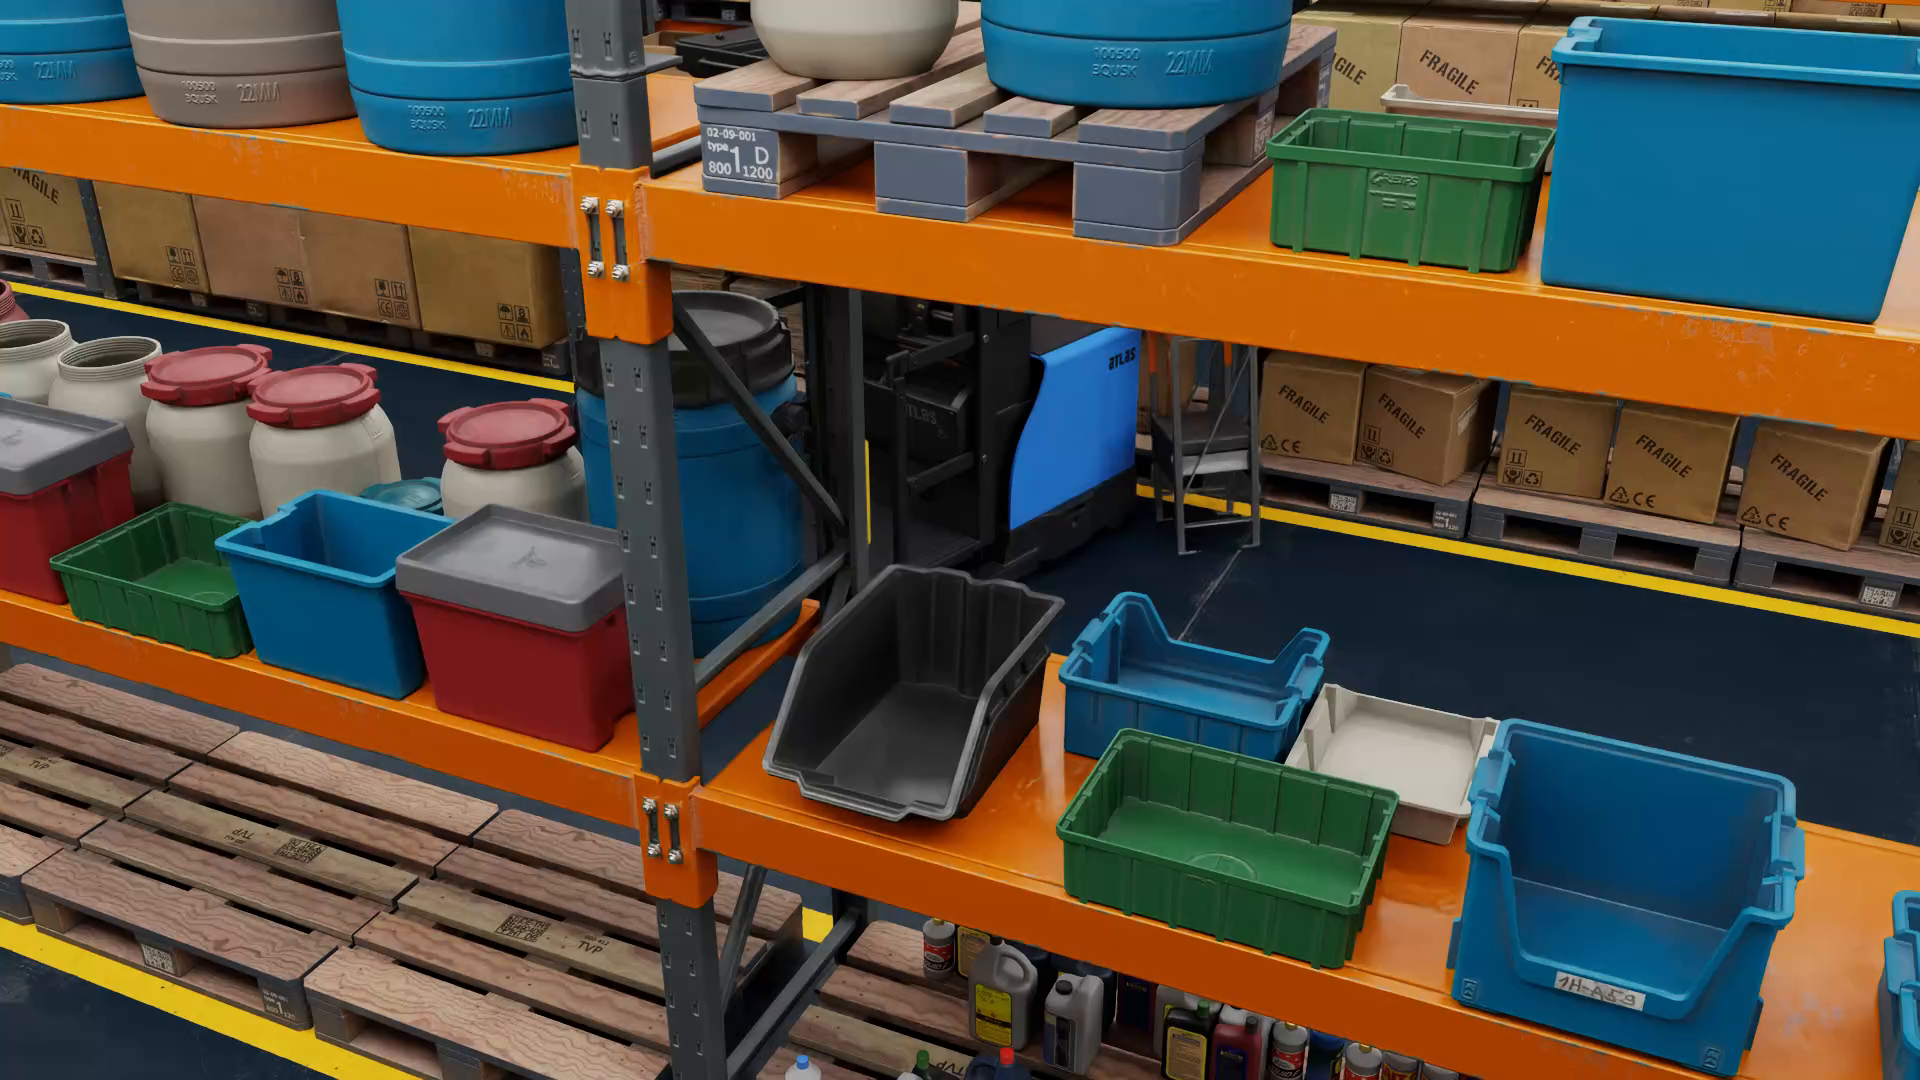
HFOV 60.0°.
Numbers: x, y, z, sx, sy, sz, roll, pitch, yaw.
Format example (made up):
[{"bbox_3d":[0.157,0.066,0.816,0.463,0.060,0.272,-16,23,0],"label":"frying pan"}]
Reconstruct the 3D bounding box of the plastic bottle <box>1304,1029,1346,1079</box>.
[{"bbox_3d":[1.009,1.407,4.588,0.097,0.271,0.097,0,26,0],"label":"plastic bottle"}]

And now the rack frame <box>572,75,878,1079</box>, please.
[{"bbox_3d":[-0.523,0.223,4.401,0.127,3.000,1.000,11,28,22],"label":"rack frame"}]

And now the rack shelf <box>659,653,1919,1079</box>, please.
[{"bbox_3d":[1.298,0.912,3.817,4.000,0.370,1.077,11,28,22],"label":"rack shelf"}]

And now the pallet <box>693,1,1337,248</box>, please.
[{"bbox_3d":[0.174,-0.945,3.592,1.003,0.211,1.213,11,28,22],"label":"pallet"}]

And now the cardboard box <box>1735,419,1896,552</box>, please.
[{"bbox_3d":[4.049,-0.320,7.859,0.500,0.500,0.500,20,33,35],"label":"cardboard box"}]

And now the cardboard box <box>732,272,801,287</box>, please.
[{"bbox_3d":[-1.004,-1.709,9.807,0.500,0.250,0.500,15,30,28],"label":"cardboard box"}]

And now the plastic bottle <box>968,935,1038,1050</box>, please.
[{"bbox_3d":[0.123,1.274,4.767,0.185,0.351,0.144,11,28,22],"label":"plastic bottle"}]

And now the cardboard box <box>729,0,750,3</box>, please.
[{"bbox_3d":[-1.773,-4.693,14.195,0.250,0.149,0.380,12,29,23],"label":"cardboard box"}]

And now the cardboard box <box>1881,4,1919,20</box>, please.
[{"bbox_3d":[6.453,-3.711,11.000,0.550,0.550,0.875,11,28,22],"label":"cardboard box"}]

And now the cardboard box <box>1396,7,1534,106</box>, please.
[{"bbox_3d":[2.288,-2.120,7.578,0.500,0.500,0.500,11,28,22],"label":"cardboard box"}]

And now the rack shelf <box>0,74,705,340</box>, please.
[{"bbox_3d":[-2.343,-1.165,4.640,4.000,0.370,1.077,11,28,22],"label":"rack shelf"}]

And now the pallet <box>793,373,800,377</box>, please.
[{"bbox_3d":[-1.403,-1.105,10.256,1.213,0.211,1.003,11,28,22],"label":"pallet"}]

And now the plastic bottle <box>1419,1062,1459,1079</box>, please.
[{"bbox_3d":[1.285,1.462,4.476,0.097,0.271,0.097,0,26,0],"label":"plastic bottle"}]

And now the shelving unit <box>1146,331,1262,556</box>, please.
[{"bbox_3d":[1.135,-1.013,7.850,0.431,2.100,0.503,-6,20,-4],"label":"shelving unit"}]

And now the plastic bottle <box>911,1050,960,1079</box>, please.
[{"bbox_3d":[-0.065,1.484,4.416,0.133,0.283,0.061,11,28,22],"label":"plastic bottle"}]

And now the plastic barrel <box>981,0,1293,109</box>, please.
[{"bbox_3d":[0.339,-1.311,3.077,0.708,0.901,0.600,11,28,22],"label":"plastic barrel"}]

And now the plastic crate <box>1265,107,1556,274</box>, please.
[{"bbox_3d":[0.801,-0.629,2.976,0.450,0.188,0.336,11,28,22],"label":"plastic crate"}]

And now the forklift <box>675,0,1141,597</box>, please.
[{"bbox_3d":[-0.453,-1.075,7.114,1.130,2.935,3.031,21,33,36],"label":"forklift"}]

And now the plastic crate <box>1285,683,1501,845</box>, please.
[{"bbox_3d":[1.060,0.537,4.063,0.437,0.136,0.530,11,28,22],"label":"plastic crate"}]

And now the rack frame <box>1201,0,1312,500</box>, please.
[{"bbox_3d":[1.527,-1.768,8.446,0.127,3.000,1.000,11,28,22],"label":"rack frame"}]

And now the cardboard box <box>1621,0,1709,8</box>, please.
[{"bbox_3d":[4.978,-4.007,11.600,0.550,0.550,0.875,11,28,22],"label":"cardboard box"}]

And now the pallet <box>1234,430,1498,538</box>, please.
[{"bbox_3d":[2.153,-0.409,8.841,1.213,0.211,1.003,11,28,22],"label":"pallet"}]

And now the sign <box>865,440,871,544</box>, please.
[{"bbox_3d":[-0.285,-0.120,4.785,0.005,0.325,0.100,11,28,22],"label":"sign"}]

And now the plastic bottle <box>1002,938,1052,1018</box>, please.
[{"bbox_3d":[0.183,1.216,4.885,0.185,0.351,0.144,11,28,20],"label":"plastic bottle"}]

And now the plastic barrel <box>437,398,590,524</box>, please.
[{"bbox_3d":[-1.303,-0.101,4.905,0.433,0.535,0.433,0,26,0],"label":"plastic barrel"}]

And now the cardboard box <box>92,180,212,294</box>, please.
[{"bbox_3d":[-5.164,-2.357,11.572,0.875,0.875,1.225,11,28,22],"label":"cardboard box"}]

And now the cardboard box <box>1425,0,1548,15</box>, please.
[{"bbox_3d":[2.507,-2.333,8.010,0.500,0.500,0.500,11,28,22],"label":"cardboard box"}]

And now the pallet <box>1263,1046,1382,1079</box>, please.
[{"bbox_3d":[1.186,1.836,4.281,1.213,0.211,1.003,11,28,22],"label":"pallet"}]

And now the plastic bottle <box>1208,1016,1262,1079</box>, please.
[{"bbox_3d":[0.754,1.415,4.558,0.133,0.283,0.061,11,28,22],"label":"plastic bottle"}]

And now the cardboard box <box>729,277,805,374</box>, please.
[{"bbox_3d":[-0.985,-1.365,9.958,0.500,0.500,0.700,9,28,18],"label":"cardboard box"}]

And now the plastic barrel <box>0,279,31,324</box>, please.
[{"bbox_3d":[-3.616,-0.606,5.931,0.708,0.536,0.600,11,28,22],"label":"plastic barrel"}]

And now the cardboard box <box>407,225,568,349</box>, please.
[{"bbox_3d":[-2.733,-1.869,10.581,0.875,0.875,1.225,10,28,19],"label":"cardboard box"}]

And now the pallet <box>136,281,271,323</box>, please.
[{"bbox_3d":[-5.021,-1.869,11.807,1.213,0.211,1.003,11,28,22],"label":"pallet"}]

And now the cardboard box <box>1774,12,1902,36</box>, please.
[{"bbox_3d":[3.873,-2.059,7.454,0.500,0.500,0.500,11,28,22],"label":"cardboard box"}]

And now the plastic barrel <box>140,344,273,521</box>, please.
[{"bbox_3d":[-2.365,-0.314,5.338,0.433,0.535,0.433,0,26,0],"label":"plastic barrel"}]

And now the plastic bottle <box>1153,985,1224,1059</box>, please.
[{"bbox_3d":[0.651,1.310,4.693,0.185,0.351,0.144,11,28,21],"label":"plastic bottle"}]

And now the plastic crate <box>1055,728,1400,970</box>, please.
[{"bbox_3d":[0.596,0.680,3.713,0.662,0.188,0.450,11,28,22],"label":"plastic crate"}]

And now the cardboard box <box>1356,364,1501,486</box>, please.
[{"bbox_3d":[2.399,-0.644,8.517,0.500,0.500,0.500,22,34,38],"label":"cardboard box"}]

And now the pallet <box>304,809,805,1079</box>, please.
[{"bbox_3d":[-1.254,1.346,5.276,1.213,0.211,1.003,11,28,22],"label":"pallet"}]

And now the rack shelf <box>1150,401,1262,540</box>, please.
[{"bbox_3d":[1.192,-0.346,8.098,0.431,0.518,0.480,-6,20,-4],"label":"rack shelf"}]

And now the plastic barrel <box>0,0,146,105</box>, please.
[{"bbox_3d":[-2.266,-1.592,4.125,0.708,0.901,0.600,11,28,22],"label":"plastic barrel"}]

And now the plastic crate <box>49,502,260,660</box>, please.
[{"bbox_3d":[-2.225,0.113,4.864,0.662,0.188,0.450,11,28,22],"label":"plastic crate"}]
